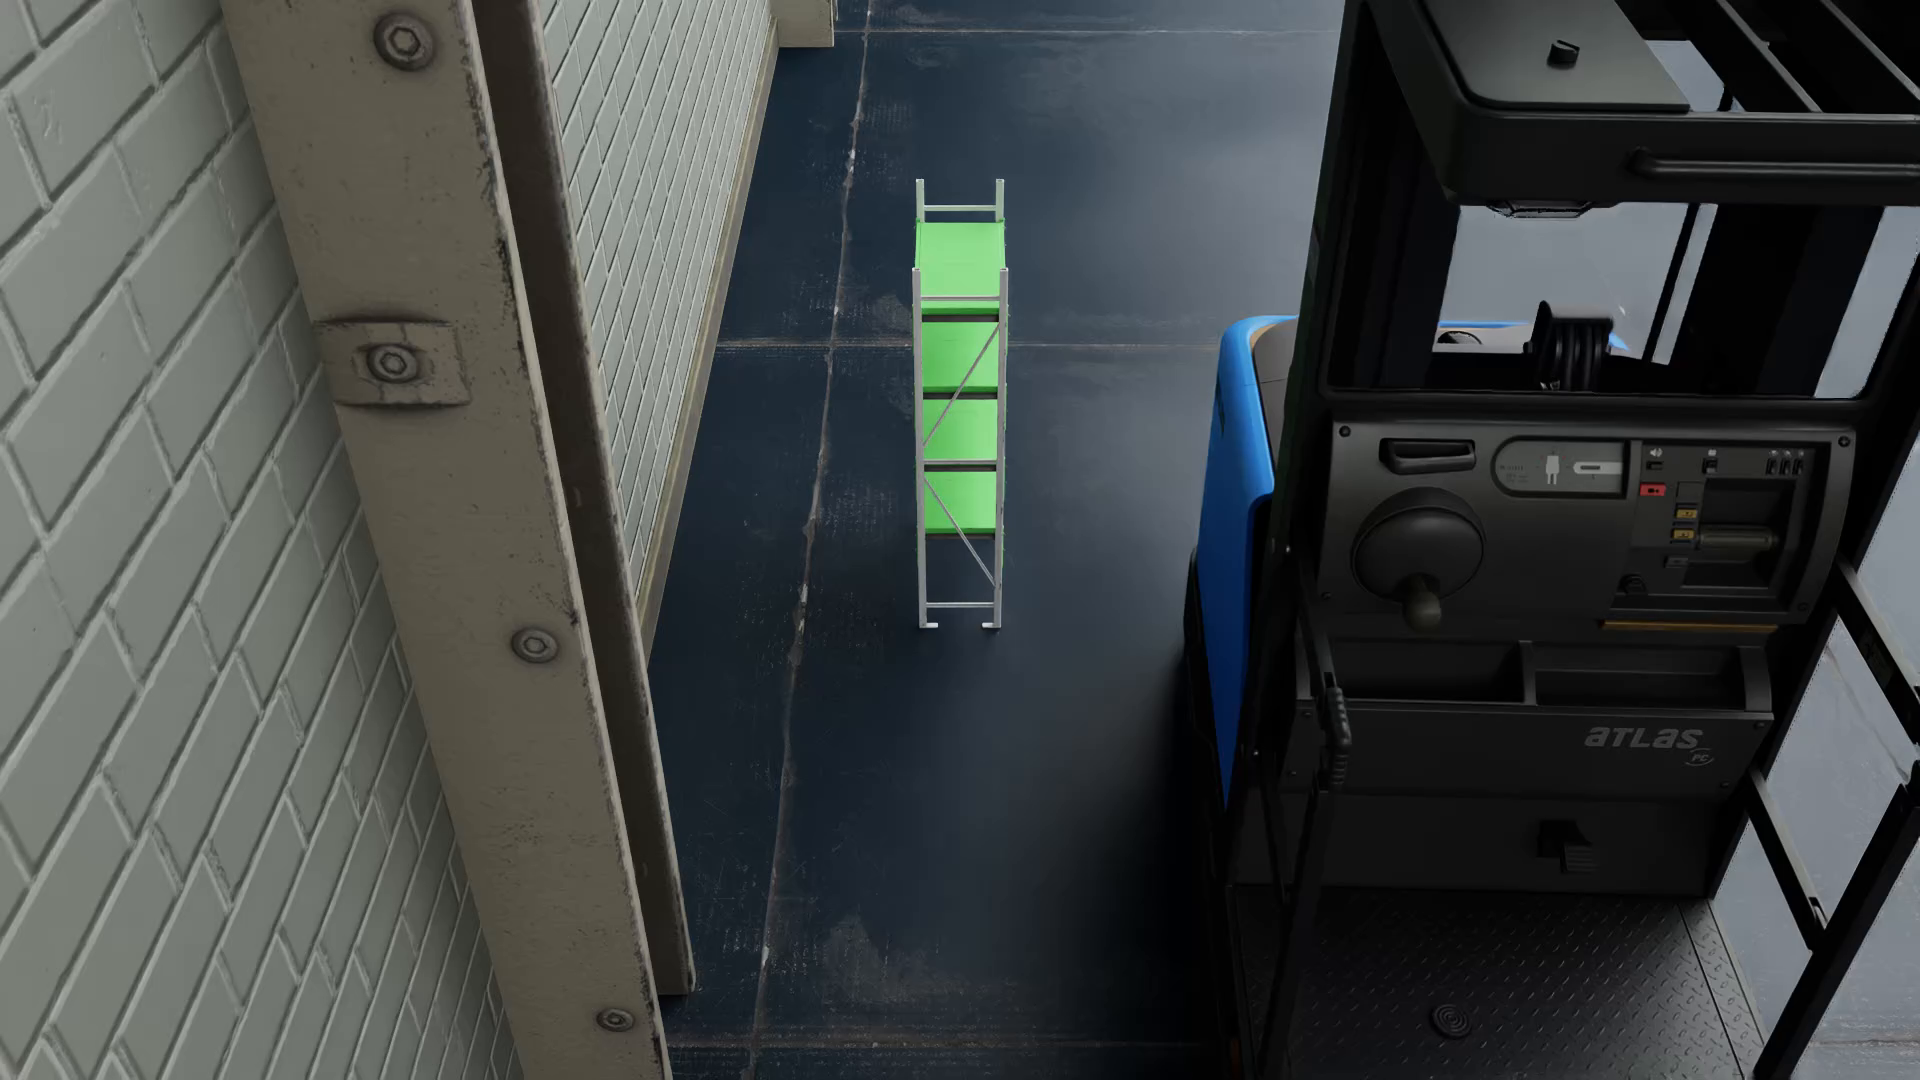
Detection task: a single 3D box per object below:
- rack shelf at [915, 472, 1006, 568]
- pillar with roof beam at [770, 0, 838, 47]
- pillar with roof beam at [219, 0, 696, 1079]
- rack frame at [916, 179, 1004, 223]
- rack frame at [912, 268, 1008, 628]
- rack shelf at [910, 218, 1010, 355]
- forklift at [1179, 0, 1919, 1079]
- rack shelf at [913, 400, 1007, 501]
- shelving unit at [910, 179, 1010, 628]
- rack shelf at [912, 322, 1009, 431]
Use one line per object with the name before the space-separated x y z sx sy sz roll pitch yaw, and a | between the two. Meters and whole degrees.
rack shelf | 0.000 -0.128 4.936 0.258 0.148 0.480 0 39 0
pillar with roof beam | 3.515 -6.110 5.678 9.100 9.000 0.400 0 39 0
pillar with roof beam | 3.522 -2.358 0.996 9.100 9.000 0.400 0 39 0
rack frame | 0.000 -0.517 4.936 0.240 1.200 0.015 0 39 0
rack frame | 0.001 -0.212 4.555 0.240 1.200 0.015 0 39 0
rack shelf | 0.000 -0.689 4.485 0.258 0.148 0.480 0 39 0
forklift | 1.124 0.046 2.849 1.130 2.935 3.031 1 39 2
rack shelf | 0.000 -0.315 4.786 0.258 0.148 0.480 0 39 0
shelving unit | 0.000 -0.365 4.746 0.258 1.200 0.503 0 39 0
rack shelf | 0.000 -0.502 4.635 0.258 0.148 0.480 0 39 0
